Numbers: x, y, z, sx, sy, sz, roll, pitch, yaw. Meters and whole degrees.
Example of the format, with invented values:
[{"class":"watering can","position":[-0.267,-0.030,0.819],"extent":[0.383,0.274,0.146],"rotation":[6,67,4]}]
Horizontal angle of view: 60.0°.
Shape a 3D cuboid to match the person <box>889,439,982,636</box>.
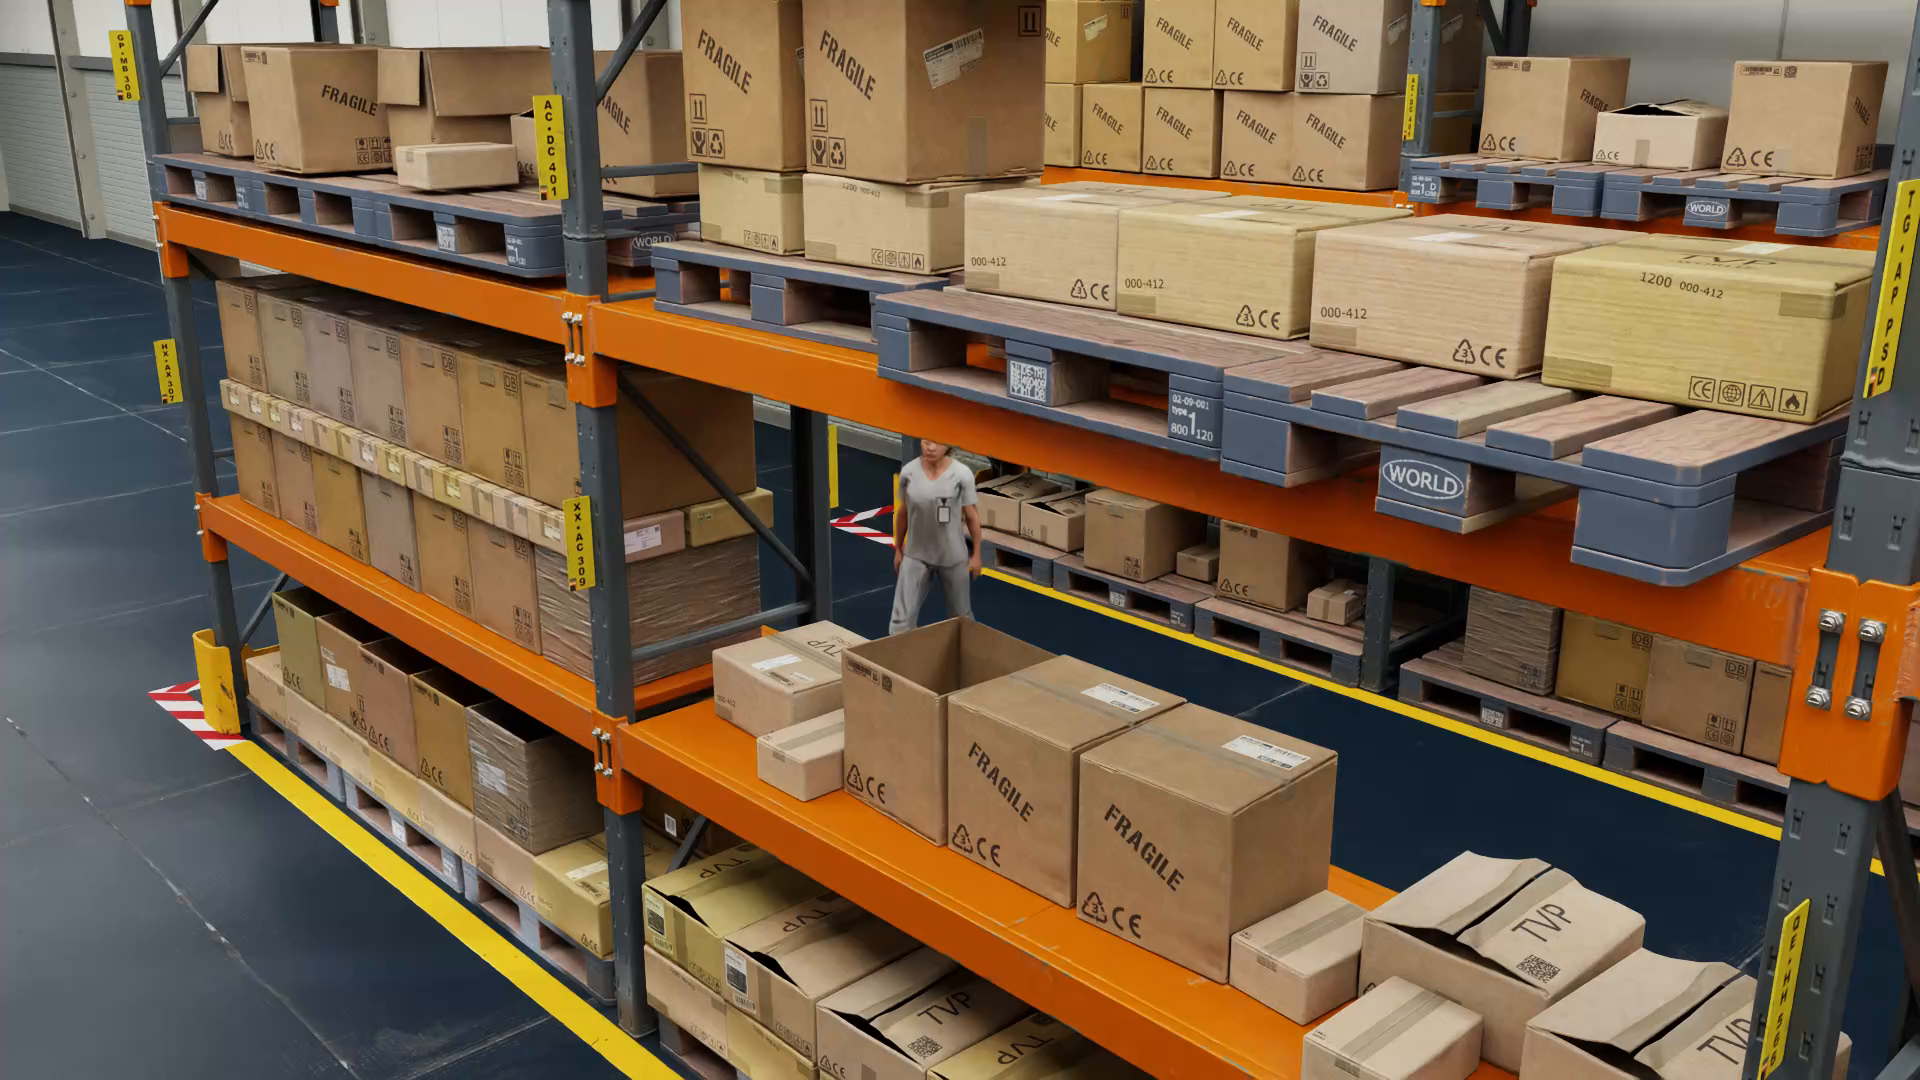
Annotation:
[{"class":"person","position":[-0.169,0.121,9.172],"extent":[0.505,1.631,0.918],"rotation":[4,18,13]}]
